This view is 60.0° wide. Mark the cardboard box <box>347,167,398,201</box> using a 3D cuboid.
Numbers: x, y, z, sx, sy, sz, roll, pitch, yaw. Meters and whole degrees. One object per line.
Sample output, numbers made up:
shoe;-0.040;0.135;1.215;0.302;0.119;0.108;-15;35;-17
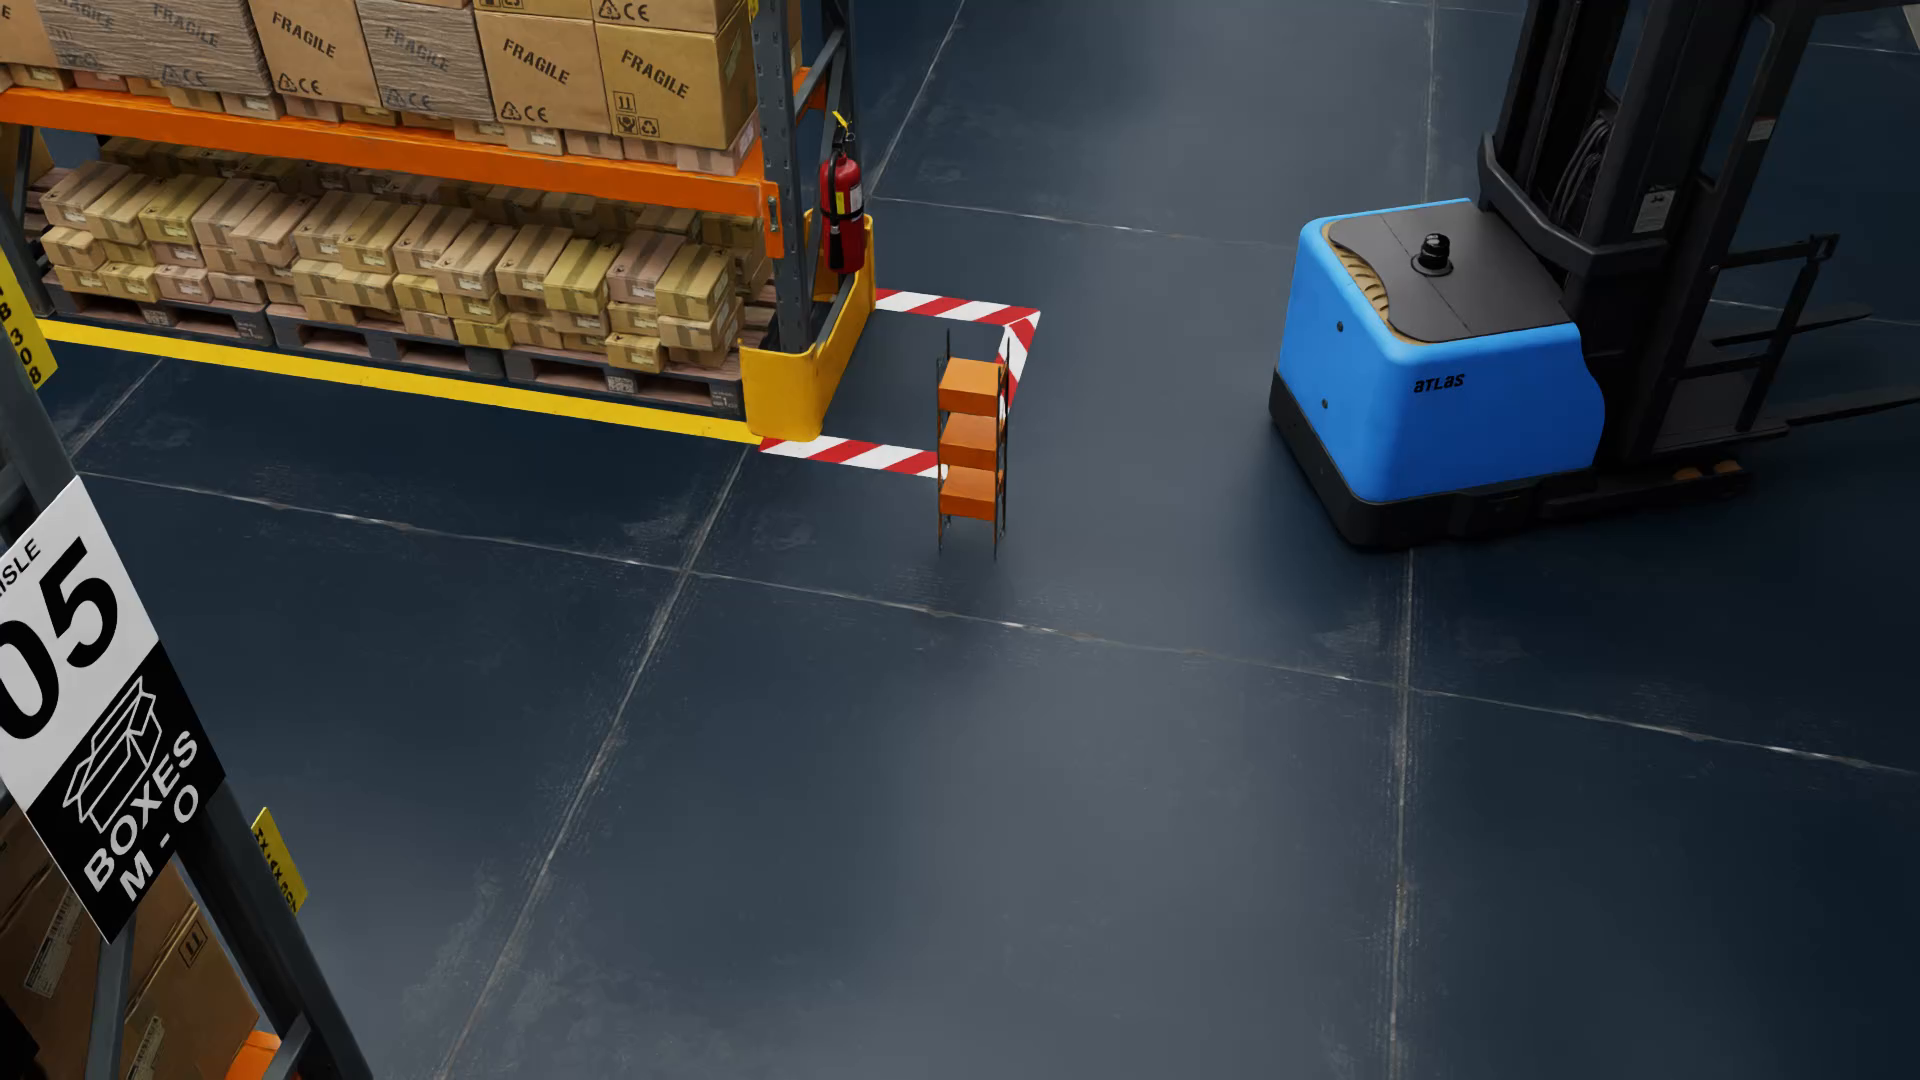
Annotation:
cardboard box;-2.845;-1.851;8.294;0.250;0.149;0.380;7;44;8

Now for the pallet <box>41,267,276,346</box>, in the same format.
pallet;-3.875;-1.456;8.570;1.213;0.211;1.003;9;45;9

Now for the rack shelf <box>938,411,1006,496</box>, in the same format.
rack shelf;0.052;-0.363;6.845;0.240;0.259;0.215;9;45;9

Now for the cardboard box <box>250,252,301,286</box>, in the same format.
cardboard box;-3.216;-1.407;8.048;0.250;0.149;0.380;11;45;11

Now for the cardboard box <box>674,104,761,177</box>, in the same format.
cardboard box;-1.014;-1.700;6.994;0.250;0.149;0.380;9;45;9

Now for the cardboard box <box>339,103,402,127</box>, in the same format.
cardboard box;-2.515;-1.984;7.289;0.250;0.149;0.380;10;45;10

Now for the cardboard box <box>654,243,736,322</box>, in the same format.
cardboard box;-1.206;-1.179;7.596;0.250;0.149;0.380;9;45;10

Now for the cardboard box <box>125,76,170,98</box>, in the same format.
cardboard box;-3.529;-2.144;7.456;0.250;0.149;0.380;7;44;7

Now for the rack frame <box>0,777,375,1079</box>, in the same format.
rack frame;-1.617;1.433;3.558;0.127;3.000;1.000;9;45;9

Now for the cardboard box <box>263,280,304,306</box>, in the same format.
cardboard box;-3.210;-1.325;8.177;0.250;0.149;0.380;7;44;7

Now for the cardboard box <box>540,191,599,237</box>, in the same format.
cardboard box;-1.845;-1.647;8.082;0.250;0.149;0.380;7;44;7

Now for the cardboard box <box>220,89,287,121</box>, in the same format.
cardboard box;-3.037;-2.017;7.323;0.250;0.149;0.380;11;45;11

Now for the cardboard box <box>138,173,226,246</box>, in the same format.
cardboard box;-3.734;-1.597;8.030;0.250;0.149;0.380;8;45;8

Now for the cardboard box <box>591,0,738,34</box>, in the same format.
cardboard box;-1.135;-2.337;6.467;0.500;0.500;0.500;8;44;8

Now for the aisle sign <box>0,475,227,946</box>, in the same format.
aisle sign;-1.483;0.311;2.849;0.004;0.787;0.394;9;45;9

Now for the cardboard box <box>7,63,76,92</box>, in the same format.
cardboard box;-4.065;-2.194;7.508;0.250;0.149;0.380;10;45;10

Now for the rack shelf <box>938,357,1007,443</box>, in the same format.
rack shelf;0.052;-0.567;6.648;0.240;0.259;0.215;9;45;9

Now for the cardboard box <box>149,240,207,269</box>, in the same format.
cardboard box;-3.742;-1.508;8.152;0.250;0.149;0.380;9;45;9

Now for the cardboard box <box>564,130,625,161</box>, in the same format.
cardboard box;-1.497;-1.791;7.089;0.250;0.149;0.380;8;45;9

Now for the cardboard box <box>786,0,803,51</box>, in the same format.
cardboard box;-1.012;-2.330;7.182;0.500;0.500;0.500;11;45;11

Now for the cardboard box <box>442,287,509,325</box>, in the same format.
cardboard box;-2.227;-1.198;7.830;0.250;0.149;0.380;9;45;10

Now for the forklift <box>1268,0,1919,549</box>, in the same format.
forklift;3.008;-1.563;6.721;3.031;2.935;1.130;-10;45;-10

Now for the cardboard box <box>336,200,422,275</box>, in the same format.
cardboard box;-2.728;-1.430;7.857;0.250;0.149;0.380;9;45;9

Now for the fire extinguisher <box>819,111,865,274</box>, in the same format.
fire extinguisher;-0.489;-1.420;6.847;0.183;0.674;0.296;9;45;9

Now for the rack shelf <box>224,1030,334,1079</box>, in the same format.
rack shelf;-3.568;1.389;4.122;4.000;0.370;1.077;9;45;9

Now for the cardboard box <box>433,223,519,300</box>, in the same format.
cardboard box;-2.233;-1.295;7.716;0.250;0.149;0.380;10;45;11

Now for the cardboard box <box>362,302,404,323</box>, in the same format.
cardboard box;-2.705;-1.233;8.080;0.250;0.149;0.380;10;45;10

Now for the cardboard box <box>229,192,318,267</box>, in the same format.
cardboard box;-3.244;-1.479;7.908;0.250;0.149;0.380;10;45;10

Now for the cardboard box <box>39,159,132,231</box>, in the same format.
cardboard box;-4.247;-1.684;8.121;0.250;0.149;0.380;11;45;11

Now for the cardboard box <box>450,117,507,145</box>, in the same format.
cardboard box;-2.002;-1.873;7.174;0.250;0.149;0.380;7;44;7

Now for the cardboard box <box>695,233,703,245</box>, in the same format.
cardboard box;-1.345;-1.496;8.140;0.250;0.149;0.380;9;45;9

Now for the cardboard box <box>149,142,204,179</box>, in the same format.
cardboard box;-3.876;-1.987;8.435;0.250;0.149;0.380;9;45;10

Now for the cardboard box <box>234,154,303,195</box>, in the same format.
cardboard box;-3.395;-1.862;8.305;0.250;0.149;0.380;10;45;10

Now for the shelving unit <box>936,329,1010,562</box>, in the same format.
shelving unit;0.052;-0.370;6.838;0.252;1.050;0.215;9;45;9

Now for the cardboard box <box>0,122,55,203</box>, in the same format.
cardboard box;-5.201;-2.080;8.708;0.500;0.500;0.500;10;45;11

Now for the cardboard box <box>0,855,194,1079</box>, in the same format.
cardboard box;-2.023;0.771;3.453;0.500;0.500;0.500;8;44;8

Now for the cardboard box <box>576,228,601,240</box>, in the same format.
cardboard box;-1.829;-1.586;8.233;0.250;0.149;0.380;10;45;10

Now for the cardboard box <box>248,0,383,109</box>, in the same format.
cardboard box;-2.612;-2.204;7.050;0.500;0.500;0.500;11;45;11

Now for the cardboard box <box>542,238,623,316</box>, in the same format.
cardboard box;-1.720;-1.210;7.628;0.250;0.149;0.380;8;44;8

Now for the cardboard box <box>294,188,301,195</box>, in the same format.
cardboard box;-3.406;-1.771;8.426;0.250;0.149;0.380;9;45;9

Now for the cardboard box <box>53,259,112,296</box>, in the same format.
cardboard box;-4.253;-1.390;8.244;0.250;0.149;0.380;7;44;7

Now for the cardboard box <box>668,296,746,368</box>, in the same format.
cardboard box;-1.194;-0.995;7.834;0.250;0.149;0.380;10;45;10

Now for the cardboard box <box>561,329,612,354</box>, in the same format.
cardboard box;-1.706;-1.064;7.905;0.250;0.149;0.380;9;45;9

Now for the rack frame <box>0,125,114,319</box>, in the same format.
rack frame;-4.538;-2.538;7.684;0.127;3.000;1.000;9;45;9

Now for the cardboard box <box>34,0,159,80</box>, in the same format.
cardboard box;-3.625;-2.366;7.218;0.500;0.500;0.500;9;45;9

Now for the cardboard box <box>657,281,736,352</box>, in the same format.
cardboard box;-1.212;-1.050;7.677;0.250;0.149;0.380;8;44;8

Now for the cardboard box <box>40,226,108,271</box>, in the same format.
cardboard box;-4.254;-1.498;8.142;0.250;0.149;0.380;11;45;11

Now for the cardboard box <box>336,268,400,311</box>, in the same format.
cardboard box;-2.748;-1.272;7.907;0.250;0.149;0.380;9;45;9

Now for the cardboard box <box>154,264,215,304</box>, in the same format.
cardboard box;-3.739;-1.347;8.199;0.250;0.149;0.380;9;45;9

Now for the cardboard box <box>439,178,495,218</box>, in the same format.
cardboard box;-2.360;-1.766;8.206;0.250;0.149;0.380;9;45;10

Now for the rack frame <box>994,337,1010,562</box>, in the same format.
rack frame;0.171;-0.352;6.818;0.008;1.050;0.200;9;45;9

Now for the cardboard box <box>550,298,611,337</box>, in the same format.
cardboard box;-1.719;-1.128;7.757;0.250;0.149;0.380;7;44;7

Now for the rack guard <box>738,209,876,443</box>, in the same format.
rack guard;-0.709;-1.043;7.933;0.348;0.500;1.175;9;45;9

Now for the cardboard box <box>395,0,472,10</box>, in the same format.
cardboard box;-2.139;-2.486;6.622;0.500;0.500;0.500;11;45;11

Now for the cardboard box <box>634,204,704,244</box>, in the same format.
cardboard box;-1.367;-1.540;7.971;0.250;0.149;0.380;10;45;10

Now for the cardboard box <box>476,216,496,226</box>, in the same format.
cardboard box;-2.383;-1.575;8.222;0.250;0.149;0.380;11;45;11

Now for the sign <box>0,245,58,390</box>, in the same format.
sign;-1.490;-0.366;2.577;0.005;0.325;0.100;9;45;9

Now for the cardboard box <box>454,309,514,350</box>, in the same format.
cardboard box;-2.212;-1.088;7.931;0.250;0.149;0.380;7;44;7

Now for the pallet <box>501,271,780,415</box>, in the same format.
pallet;-1.494;-1.086;8.186;1.213;0.211;1.003;9;45;9

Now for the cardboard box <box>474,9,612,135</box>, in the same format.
cardboard box;-1.631;-2.051;6.891;0.500;0.500;0.500;8;45;8
